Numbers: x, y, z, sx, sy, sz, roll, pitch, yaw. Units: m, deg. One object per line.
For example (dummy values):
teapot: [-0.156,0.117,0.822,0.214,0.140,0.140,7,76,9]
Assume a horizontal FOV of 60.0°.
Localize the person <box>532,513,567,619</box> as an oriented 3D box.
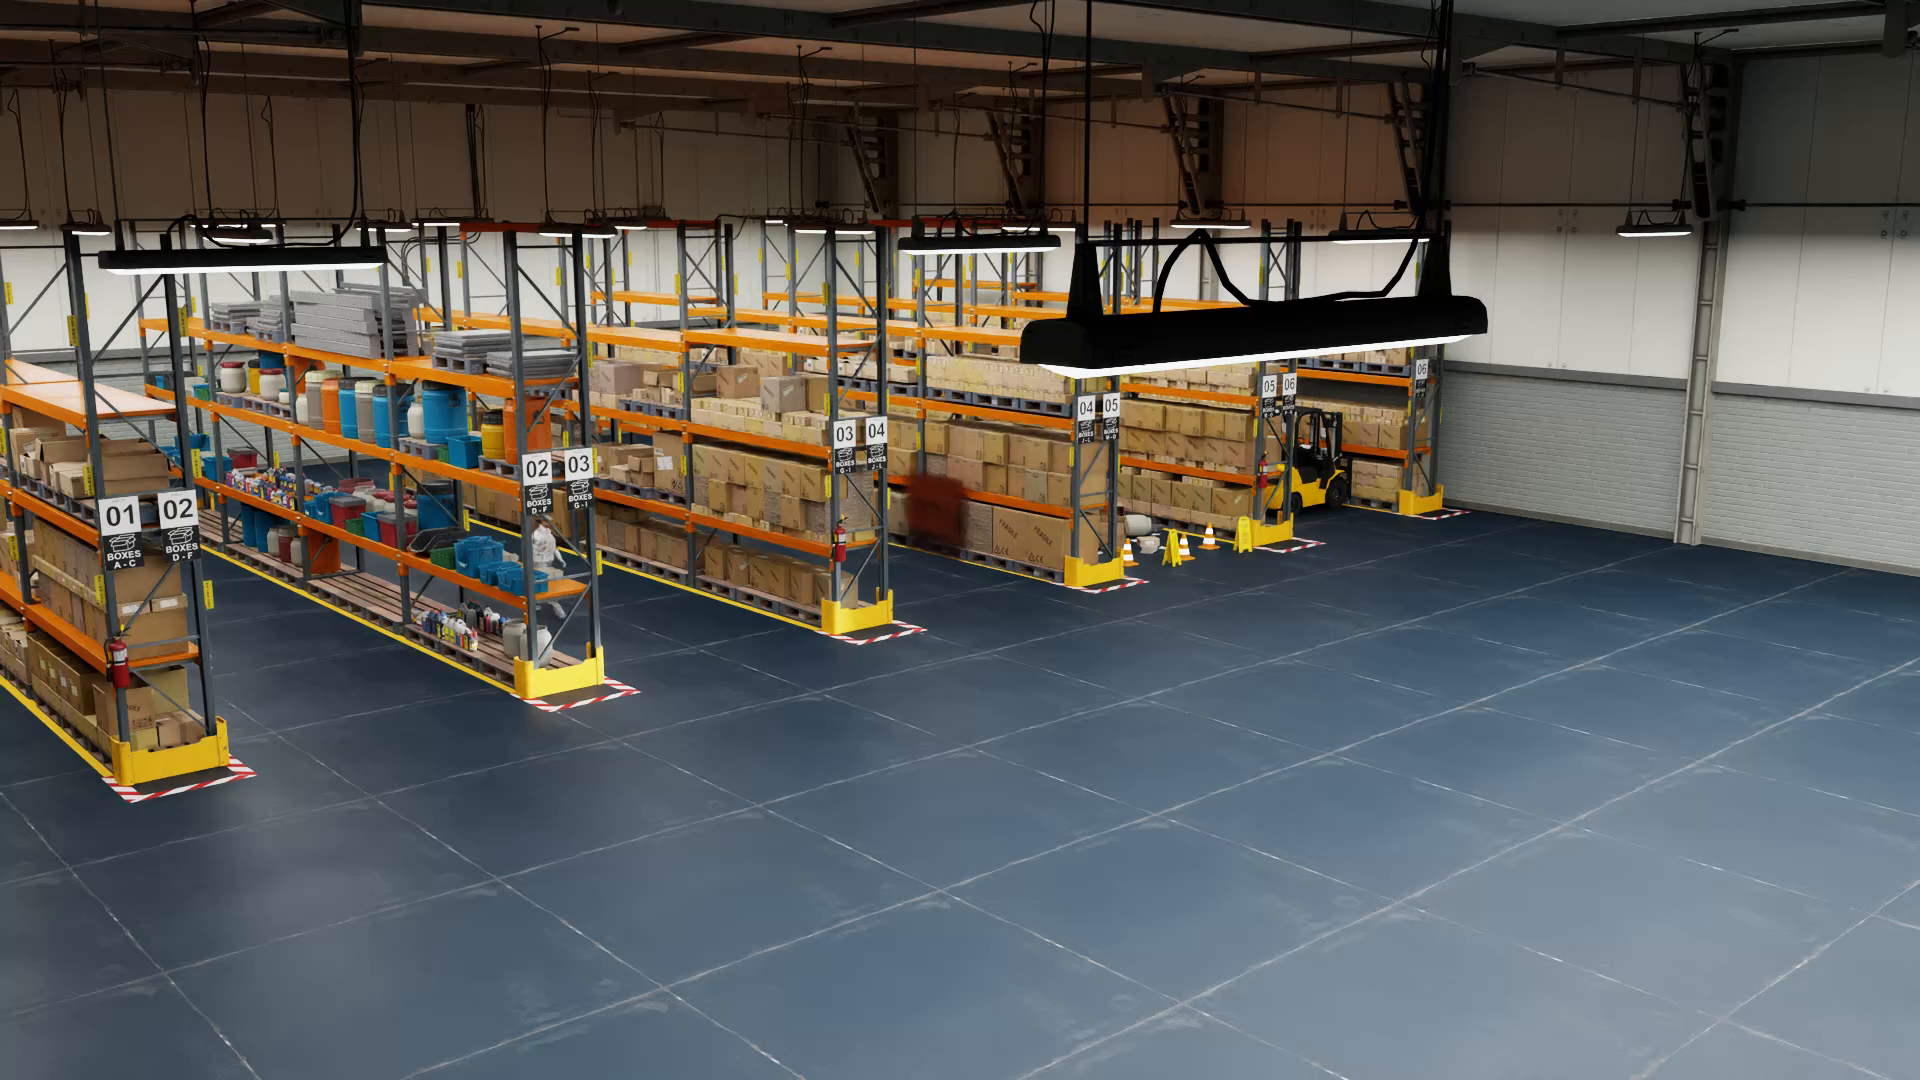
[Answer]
person: [-6.439,0.347,25.922,0.959,1.641,0.577,5,12,23]
